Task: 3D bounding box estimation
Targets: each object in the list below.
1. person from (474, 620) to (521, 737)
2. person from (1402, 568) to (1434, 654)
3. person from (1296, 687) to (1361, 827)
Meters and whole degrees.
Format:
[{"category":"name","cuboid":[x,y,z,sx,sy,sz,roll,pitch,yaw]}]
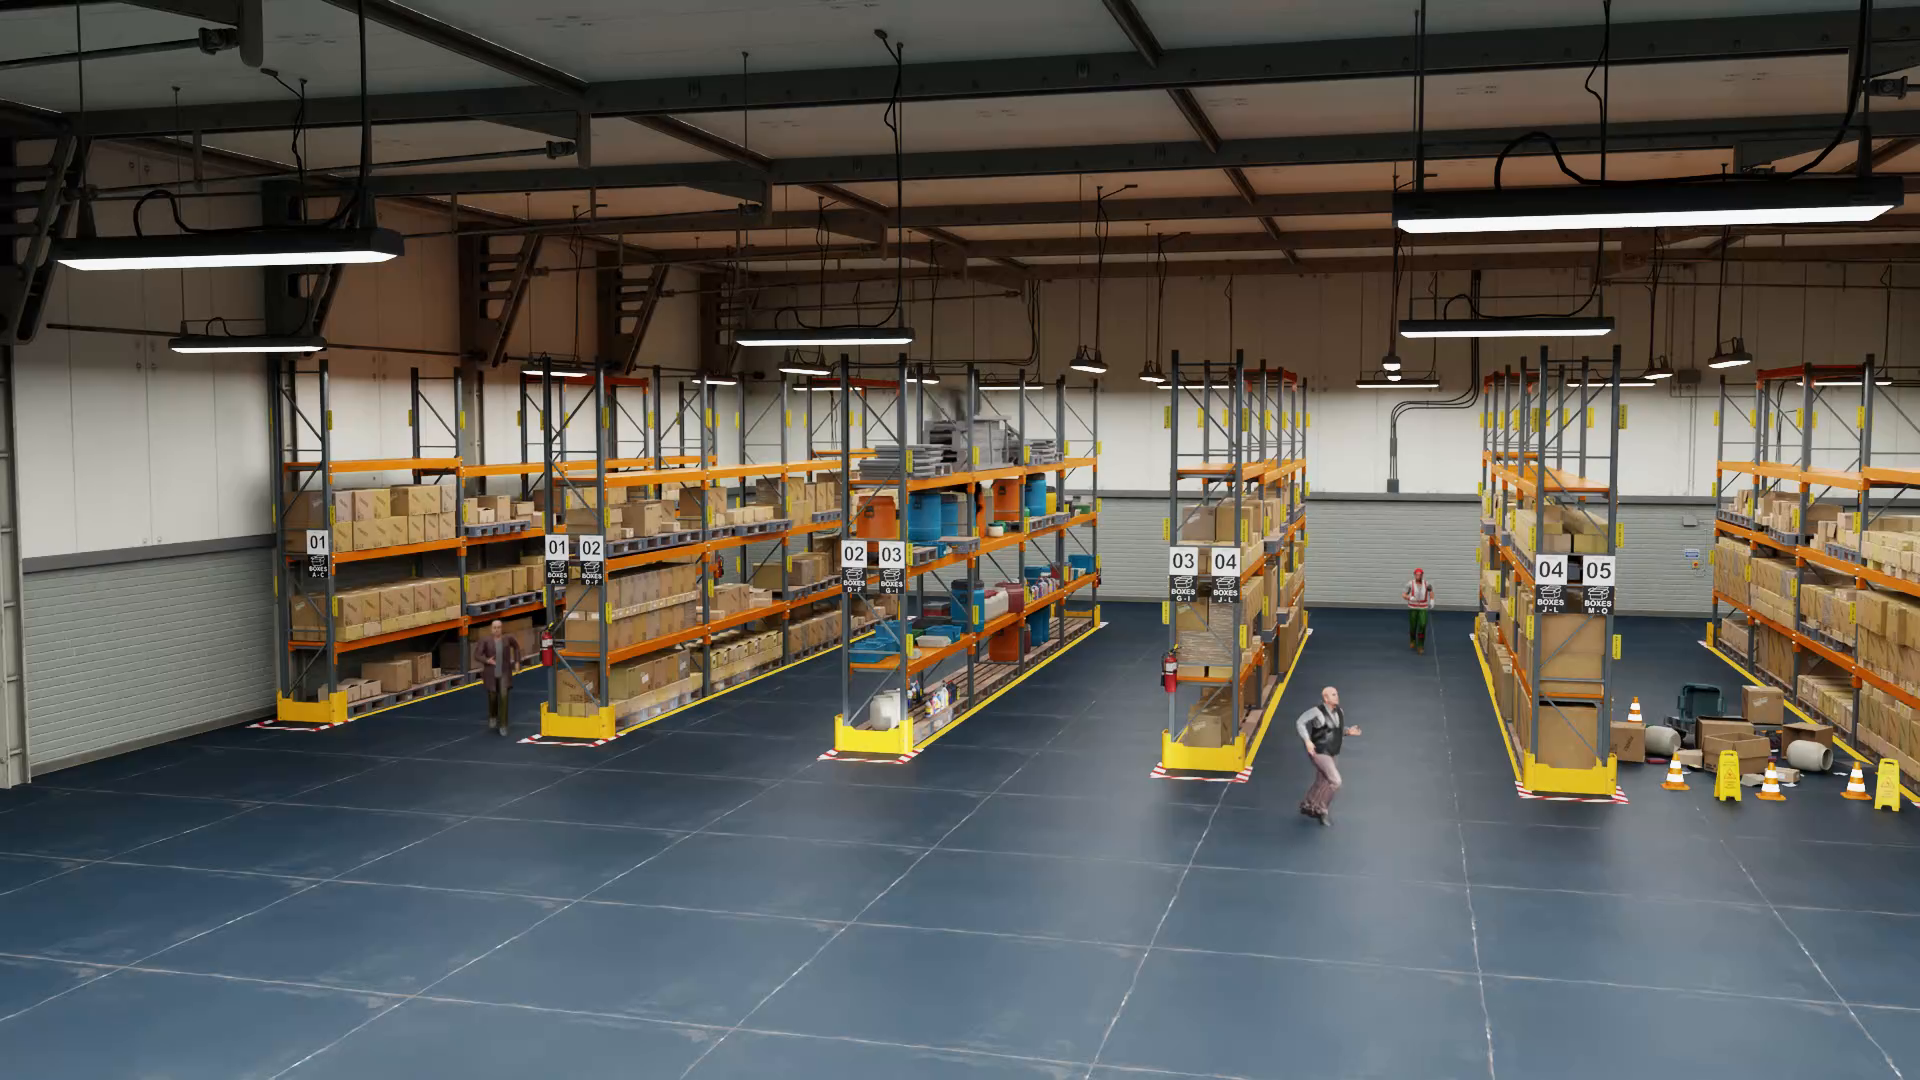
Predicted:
[{"category":"person","cuboid":[-7.420,2.198,26.718,0.735,1.841,0.907,-1,4,-18]},{"category":"person","cuboid":[9.926,1.520,36.037,0.680,1.839,0.842,1,4,9]},{"category":"person","cuboid":[4.531,2.685,20.571,0.659,1.756,0.801,-4,6,-43]}]
